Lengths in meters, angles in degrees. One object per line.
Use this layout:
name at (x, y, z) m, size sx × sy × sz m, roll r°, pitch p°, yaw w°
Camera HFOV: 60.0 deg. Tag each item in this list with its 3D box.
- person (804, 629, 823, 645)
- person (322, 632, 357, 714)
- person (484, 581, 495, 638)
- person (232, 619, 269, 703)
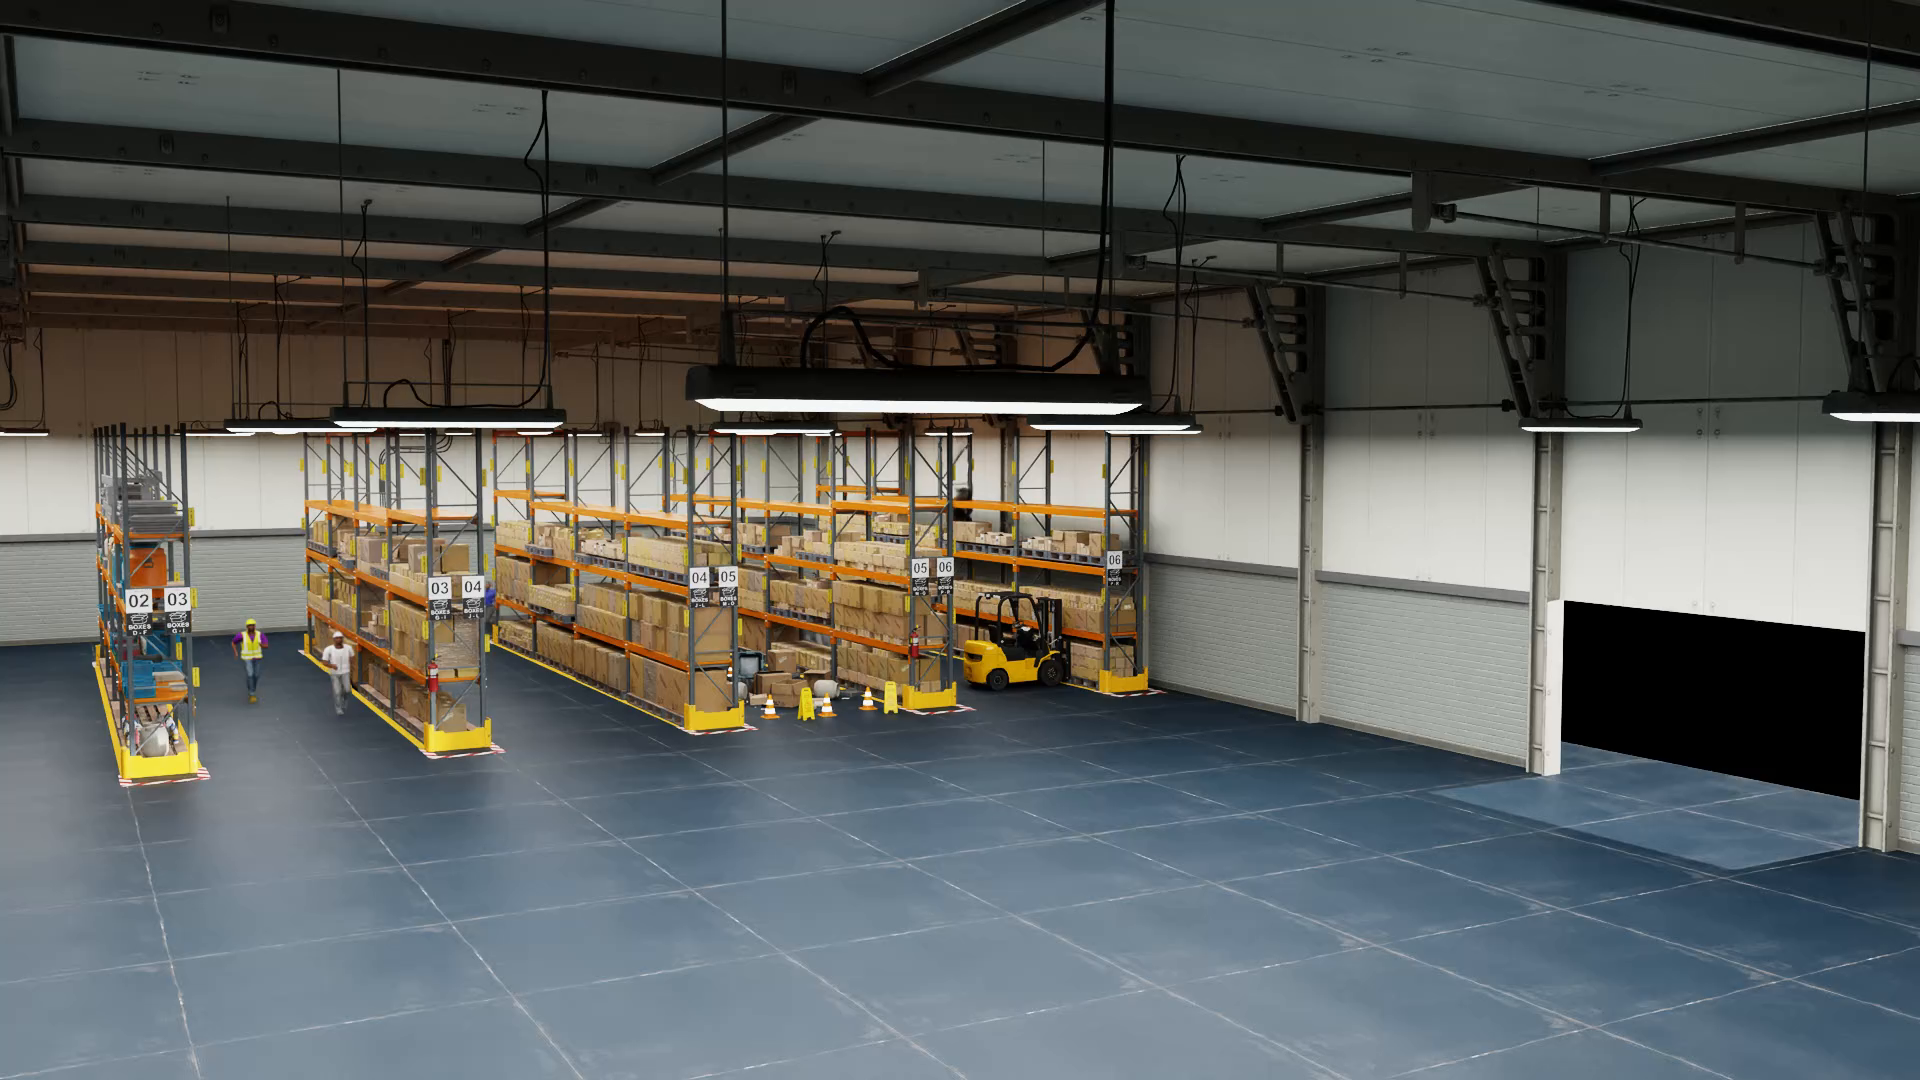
person at (-3.993, 2.132, 44.826) m, size 0.727 × 1.811 × 0.967 m, roll -2°, pitch 4°, yaw -25°
person at (-12.866, 2.765, 34.531) m, size 0.692 × 1.724 × 0.582 m, roll -2°, pitch 4°, yaw -31°
person at (-13.619, 2.007, 47.960) m, size 0.579 × 1.642 × 0.625 m, roll 1°, pitch 4°, yaw 21°
person at (-15.482, 2.612, 36.355) m, size 0.693 × 1.778 × 0.946 m, roll -3°, pitch 4°, yaw -40°
